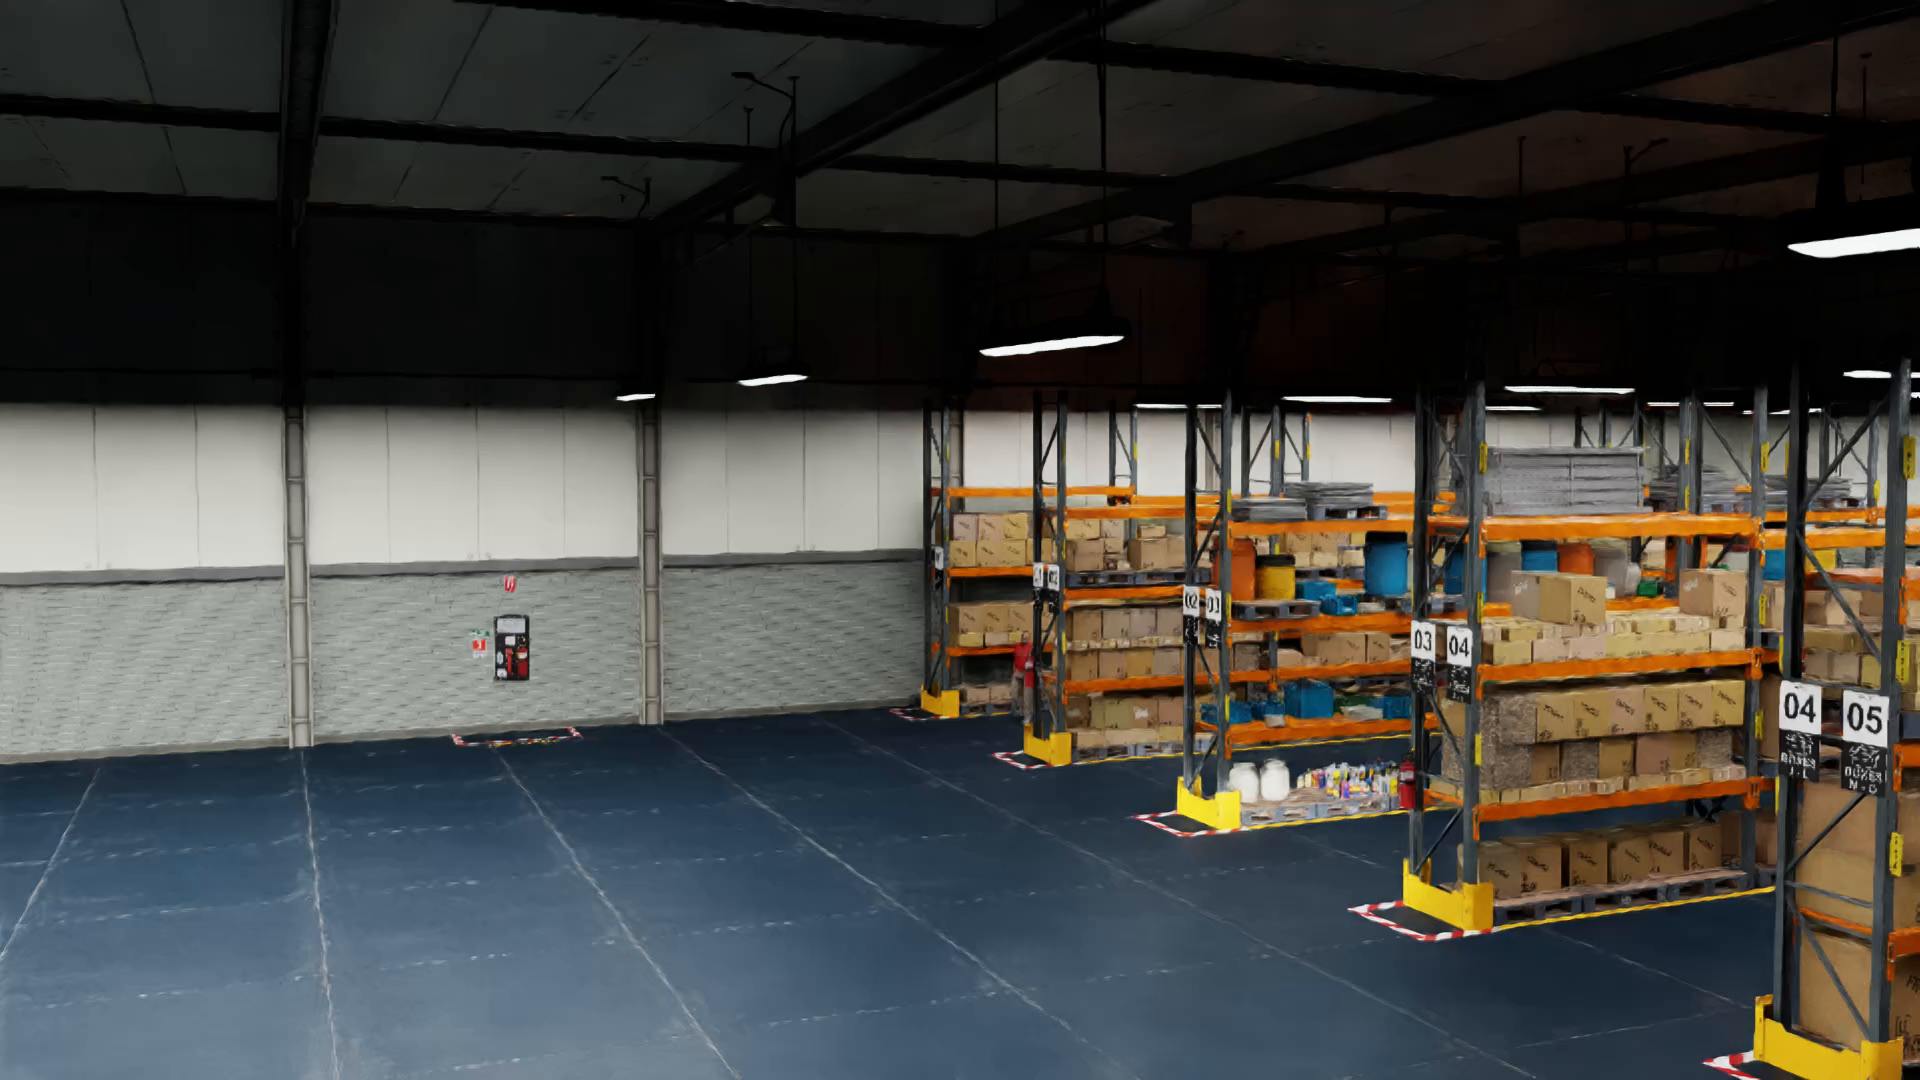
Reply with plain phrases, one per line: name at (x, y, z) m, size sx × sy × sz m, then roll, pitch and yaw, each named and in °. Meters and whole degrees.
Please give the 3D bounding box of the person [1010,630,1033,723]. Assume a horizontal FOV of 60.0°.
person at (1.227, 2.499, 30.757) m, size 0.598 × 1.719 × 0.549 m, roll 2°, pitch 4°, yaw 31°

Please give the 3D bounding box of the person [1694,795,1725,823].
person at (9.841, 3.125, 21.791) m, size 0.519 × 1.526 × 0.566 m, roll -2°, pitch 4°, yaw -25°
